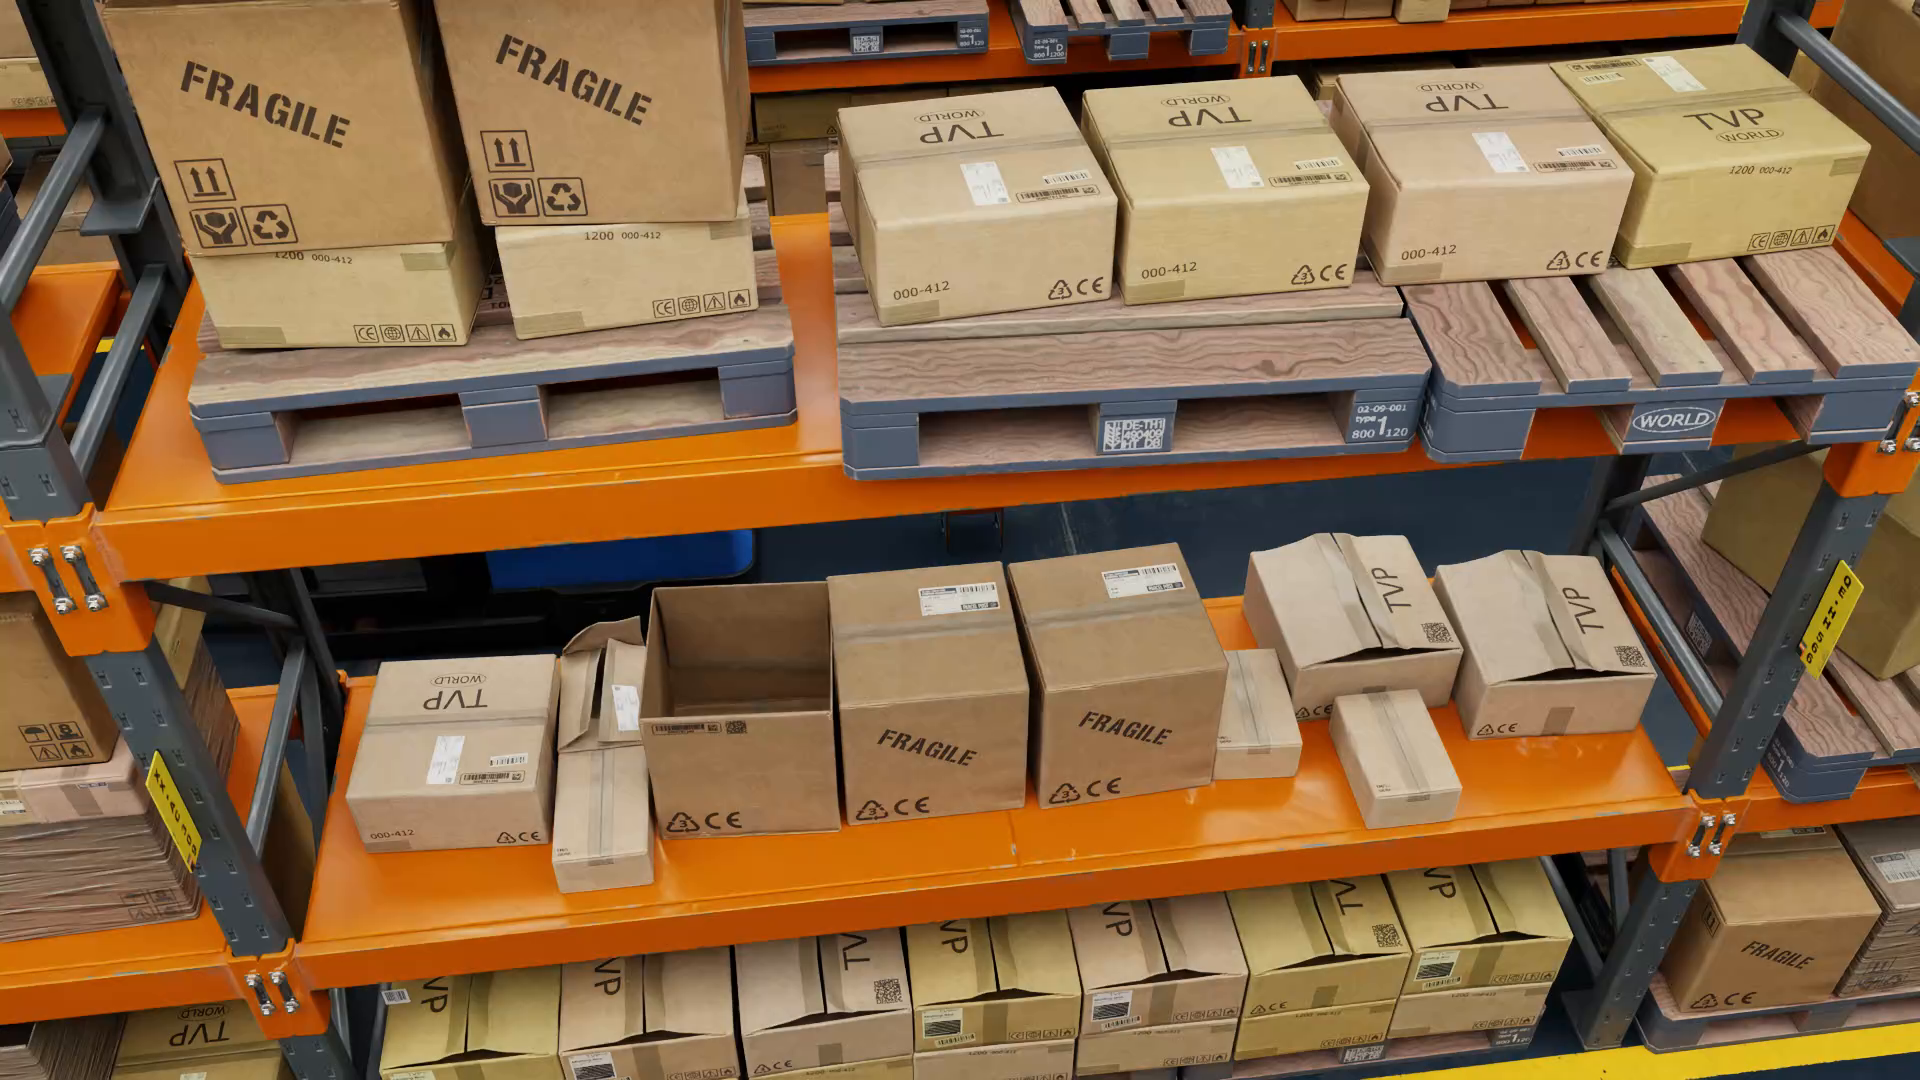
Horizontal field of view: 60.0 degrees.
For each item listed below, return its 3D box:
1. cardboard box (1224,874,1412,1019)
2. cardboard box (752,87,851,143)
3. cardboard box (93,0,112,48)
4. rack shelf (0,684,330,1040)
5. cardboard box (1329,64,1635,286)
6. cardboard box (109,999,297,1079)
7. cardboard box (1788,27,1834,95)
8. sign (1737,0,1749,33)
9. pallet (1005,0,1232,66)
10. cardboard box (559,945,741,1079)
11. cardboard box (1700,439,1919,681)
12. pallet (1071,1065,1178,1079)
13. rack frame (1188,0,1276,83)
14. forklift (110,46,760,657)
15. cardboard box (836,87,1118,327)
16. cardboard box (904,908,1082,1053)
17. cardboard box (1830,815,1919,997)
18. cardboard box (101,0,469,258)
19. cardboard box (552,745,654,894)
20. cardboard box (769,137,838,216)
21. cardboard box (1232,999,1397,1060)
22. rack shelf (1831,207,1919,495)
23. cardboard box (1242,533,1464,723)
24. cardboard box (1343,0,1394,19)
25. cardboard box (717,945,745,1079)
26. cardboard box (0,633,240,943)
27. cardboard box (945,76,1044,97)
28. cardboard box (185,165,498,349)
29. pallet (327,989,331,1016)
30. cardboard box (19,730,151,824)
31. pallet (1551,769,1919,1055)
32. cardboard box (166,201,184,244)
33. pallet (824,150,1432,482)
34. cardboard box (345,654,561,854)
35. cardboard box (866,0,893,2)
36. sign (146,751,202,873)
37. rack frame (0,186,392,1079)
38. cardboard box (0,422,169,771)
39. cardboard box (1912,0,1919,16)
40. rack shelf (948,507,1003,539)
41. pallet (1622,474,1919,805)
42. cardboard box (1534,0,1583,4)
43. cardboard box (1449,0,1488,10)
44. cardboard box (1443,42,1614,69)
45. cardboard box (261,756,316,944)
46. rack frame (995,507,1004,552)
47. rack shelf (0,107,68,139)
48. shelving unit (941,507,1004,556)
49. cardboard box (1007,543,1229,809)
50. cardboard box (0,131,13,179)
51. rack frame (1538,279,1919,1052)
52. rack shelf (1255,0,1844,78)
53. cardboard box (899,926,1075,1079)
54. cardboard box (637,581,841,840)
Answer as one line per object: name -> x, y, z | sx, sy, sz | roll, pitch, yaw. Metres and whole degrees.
cardboard box -> 1.085, 1.178, 5.240 | 0.500, 0.311, 0.500 | -6, 42, -6
cardboard box -> -0.846, -2.356, 8.815 | 0.500, 0.250, 0.500 | -6, 42, -7
cardboard box -> -3.949, -2.579, 7.622 | 0.500, 0.500, 0.500 | -6, 42, -7
rack shelf -> -3.863, 1.051, 4.597 | 4.000, 0.370, 1.077 | -5, 42, -6
cardboard box -> 1.127, -0.817, 3.690 | 0.500, 0.250, 0.500 | -4, 42, -4
cardboard box -> -2.311, 1.661, 5.124 | 0.500, 0.250, 0.500 | -5, 42, -6
cardboard box -> 4.779, -2.589, 9.387 | 0.750, 0.750, 0.750 | -5, 42, -5
sign -> 2.018, -1.403, 4.156 | 0.005, 0.325, 0.100 | -5, 42, -6
pallet -> 0.748, -2.823, 8.498 | 1.003, 0.211, 1.213 | -5, 42, -6
cardboard box -> -0.940, 1.357, 5.042 | 0.500, 0.311, 0.500 | -5, 42, -6
cardboard box -> 2.697, -0.059, 4.903 | 0.500, 0.500, 0.700 | -19, 45, -20
pallet -> 0.058, 1.448, 5.702 | 1.213, 0.211, 1.003 | -5, 42, -6
rack frame -> 1.441, -3.026, 8.581 | 0.127, 3.000, 1.000 | -5, 42, -6
forklift -> -2.399, -0.969, 6.351 | 3.031, 2.935, 1.130 | -4, 42, -4
cardboard box -> 0.024, -0.729, 3.593 | 0.500, 0.250, 0.500 | -8, 43, -9
cardboard box -> 0.087, 1.263, 5.147 | 0.500, 0.311, 0.500 | -4, 42, -4
cardboard box -> 3.094, 1.129, 5.512 | 0.500, 0.500, 0.500 | -6, 42, -7
cardboard box -> -1.263, -0.909, 3.233 | 0.500, 0.500, 0.500 | -5, 42, -5
cardboard box -> -0.974, 0.763, 4.568 | 0.250, 0.149, 0.380 | -5, 42, -6
cardboard box -> -0.781, -2.085, 9.075 | 0.500, 0.500, 0.700 | -5, 42, -5
cardboard box -> 1.086, 1.383, 5.432 | 0.500, 0.250, 0.500 | -5, 42, -6
rack shelf -> 4.070, -0.757, 4.363 | 4.000, 0.370, 1.077 | -5, 42, -6
cardboard box -> 1.175, 0.245, 5.020 | 0.500, 0.311, 0.500 | -5, 42, -6
cardboard box -> 2.048, -2.831, 8.537 | 0.250, 0.149, 0.380 | -4, 42, -5
cardboard box -> -0.940, 1.562, 5.234 | 0.500, 0.250, 0.500 | -4, 42, -4
cardboard box -> -2.319, 0.616, 4.468 | 0.500, 0.500, 0.700 | -6, 42, -7
cardboard box -> 0.160, -2.435, 8.903 | 0.500, 0.250, 0.500 | -4, 42, -5
cardboard box -> -1.267, -0.651, 3.506 | 0.500, 0.250, 0.500 | -1, 42, -1
pallet -> -2.673, 1.687, 5.437 | 1.213, 0.211, 1.003 | -5, 42, -6
cardboard box -> -2.121, 0.498, 4.114 | 0.250, 0.149, 0.380 | -5, 42, -6
pallet -> 2.832, 1.259, 5.912 | 1.213, 0.211, 1.003 | -5, 42, -6
cardboard box -> -4.114, -1.658, 8.864 | 0.250, 0.149, 0.380 | -8, 43, -9
pallet -> 0.317, -0.563, 3.751 | 1.213, 0.211, 1.003 | -3, 42, -4
cardboard box -> -1.397, 0.594, 4.679 | 0.500, 0.250, 0.500 | -3, 42, -3
cardboard box -> -0.256, -3.056, 8.211 | 0.500, 0.500, 0.700 | -5, 42, -6
sign -> -1.806, 0.628, 3.824 | 0.005, 0.325, 0.100 | -5, 42, -6
rack frame -> -1.879, 0.611, 4.549 | 0.127, 3.000, 1.000 | -5, 42, -6
cardboard box -> -2.319, 0.134, 4.033 | 0.500, 0.500, 0.700 | -5, 42, -5
cardboard box -> 2.520, -1.293, 3.598 | 0.500, 0.500, 0.500 | -5, 42, -6
rack shelf -> 0.053, -0.180, 7.312 | 0.240, 0.259, 0.215 | -5, 42, -6
pallet -> 2.750, 0.229, 5.115 | 1.003, 0.211, 1.213 | -5, 42, -6
cardboard box -> 3.070, -2.946, 8.664 | 0.250, 0.149, 0.380 | -4, 42, -5
cardboard box -> 2.556, -2.902, 8.616 | 0.250, 0.149, 0.380 | -5, 42, -6
cardboard box -> 3.056, -2.433, 9.214 | 0.750, 0.750, 0.750 | -5, 42, -6
cardboard box -> -2.380, 1.029, 5.264 | 0.500, 0.500, 0.500 | -5, 42, -6
rack frame -> 0.174, -0.405, 7.130 | 0.008, 1.050, 0.200 | -5, 42, -6
rack shelf -> -4.509, -2.238, 8.244 | 4.000, 0.370, 1.077 | -5, 42, -6
shelving unit -> 0.053, -0.394, 7.119 | 0.252, 1.050, 0.215 | -5, 42, -6
cardboard box -> 0.425, 0.383, 4.727 | 0.500, 0.500, 0.500 | -7, 43, -8
cardboard box -> -2.413, -0.880, 3.469 | 0.500, 0.500, 0.500 | -2, 42, -2
rack frame -> 2.087, 0.263, 4.934 | 0.127, 3.000, 1.000 | -5, 42, -6
rack shelf -> 3.424, -2.933, 9.014 | 4.000, 0.370, 1.077 | -5, 42, -6
cardboard box -> 0.077, 1.471, 5.334 | 0.500, 0.250, 0.500 | -4, 42, -5
cardboard box -> -0.593, 0.472, 4.628 | 0.500, 0.500, 0.500 | -2, 42, -2
